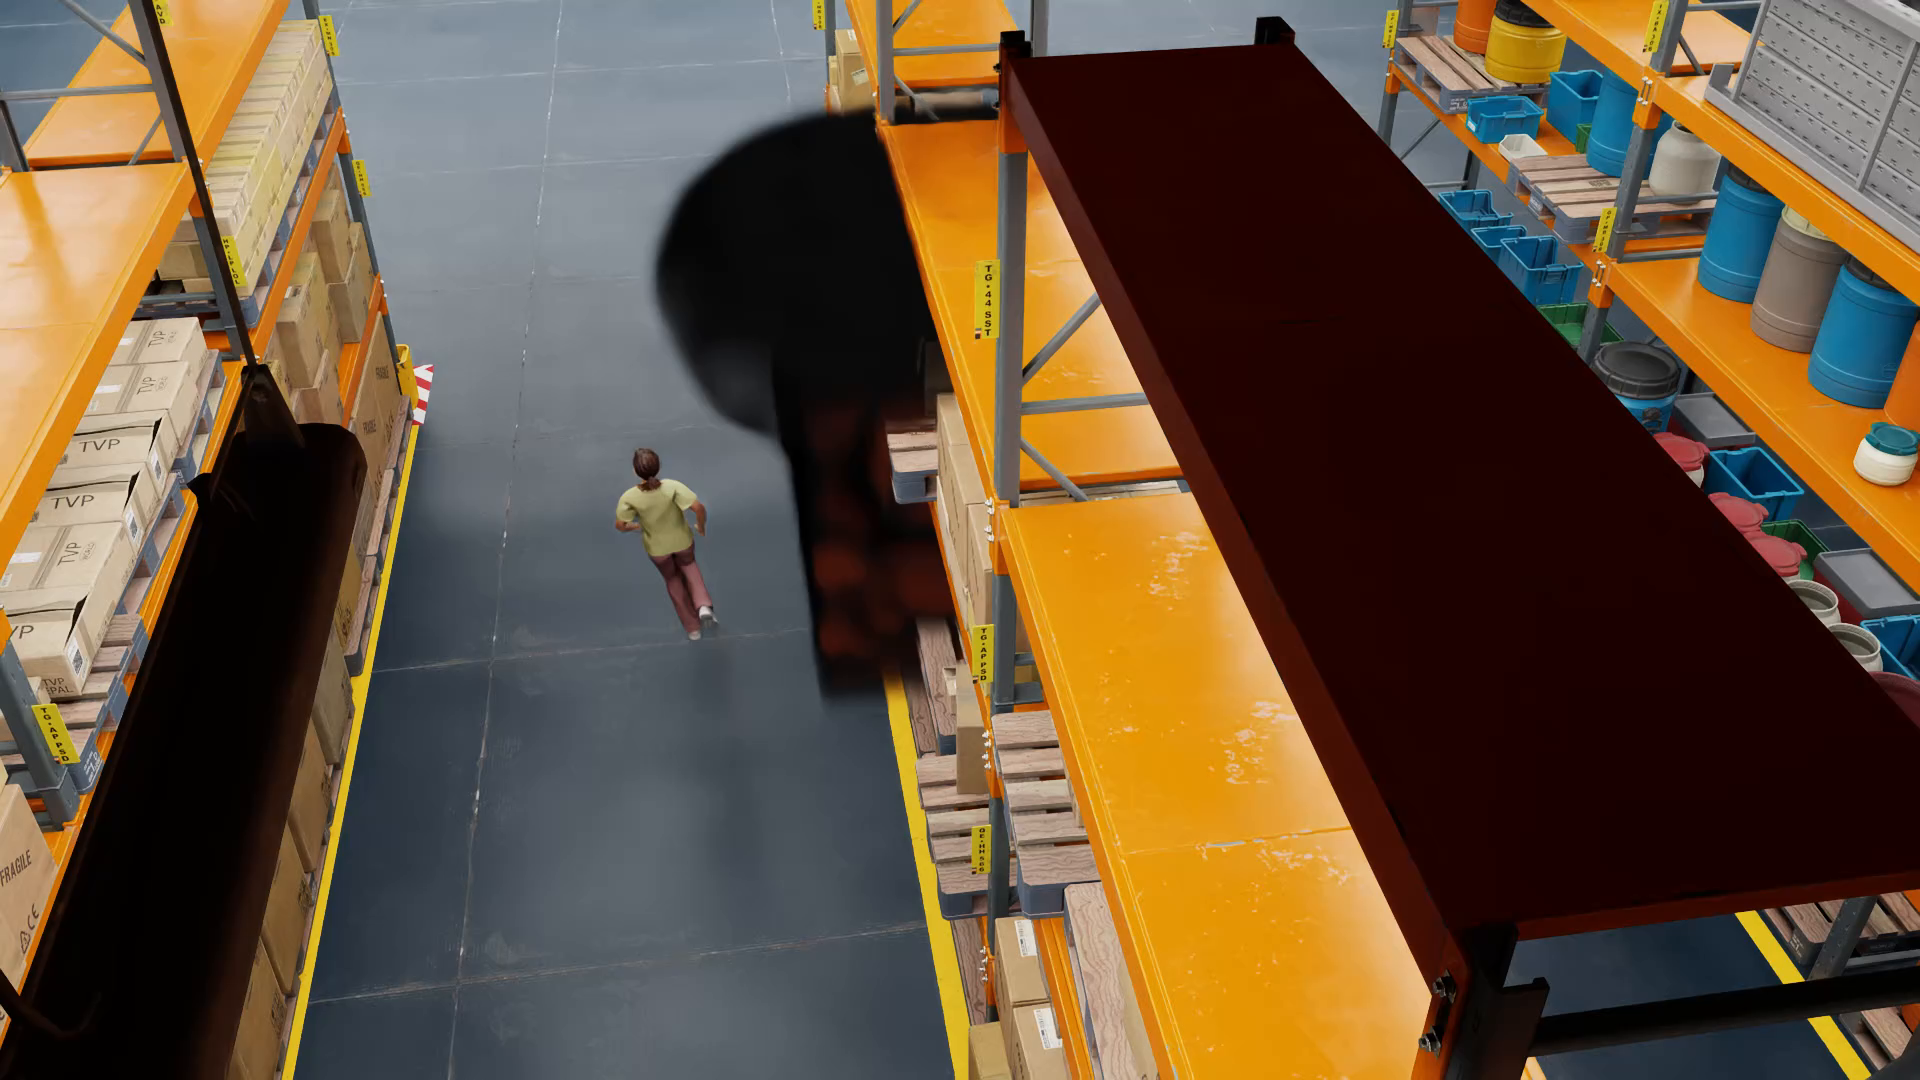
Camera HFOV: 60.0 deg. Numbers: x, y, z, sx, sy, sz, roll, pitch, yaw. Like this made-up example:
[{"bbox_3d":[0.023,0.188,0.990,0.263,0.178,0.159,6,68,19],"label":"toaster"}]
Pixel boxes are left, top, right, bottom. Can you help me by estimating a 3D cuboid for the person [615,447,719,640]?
[{"bbox_3d":[-2.102,0.019,11.747,0.611,1.613,0.468,-12,38,-16],"label":"person"}]
